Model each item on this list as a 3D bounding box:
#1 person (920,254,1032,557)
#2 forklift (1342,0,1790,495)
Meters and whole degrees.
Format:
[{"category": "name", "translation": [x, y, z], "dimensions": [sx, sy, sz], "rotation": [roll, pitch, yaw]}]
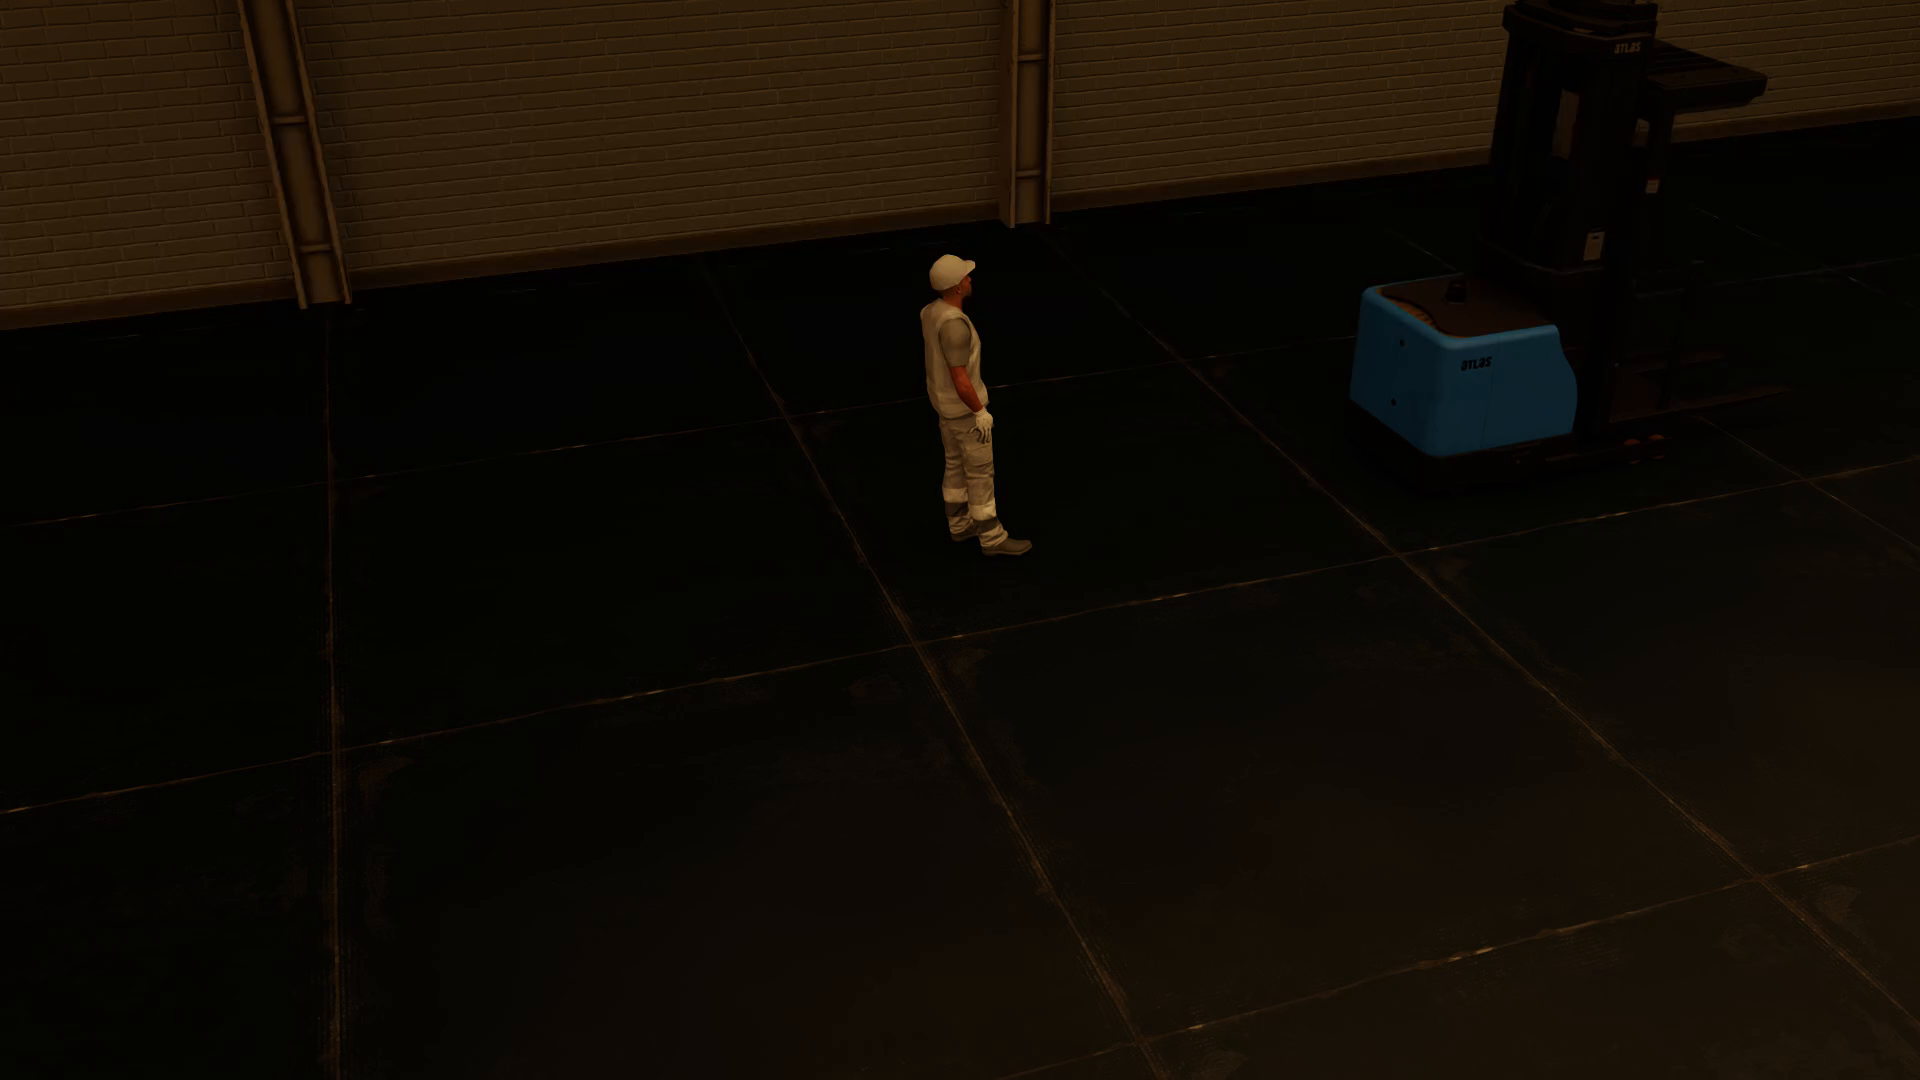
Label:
[{"category": "person", "translation": [0.080, -0.789, 9.588], "dimensions": [0.564, 1.787, 0.637], "rotation": [-10, 31, -16]}, {"category": "forklift", "translation": [4.142, -2.001, 10.564], "dimensions": [3.031, 2.935, 1.130], "rotation": [-11, 32, -18]}]
